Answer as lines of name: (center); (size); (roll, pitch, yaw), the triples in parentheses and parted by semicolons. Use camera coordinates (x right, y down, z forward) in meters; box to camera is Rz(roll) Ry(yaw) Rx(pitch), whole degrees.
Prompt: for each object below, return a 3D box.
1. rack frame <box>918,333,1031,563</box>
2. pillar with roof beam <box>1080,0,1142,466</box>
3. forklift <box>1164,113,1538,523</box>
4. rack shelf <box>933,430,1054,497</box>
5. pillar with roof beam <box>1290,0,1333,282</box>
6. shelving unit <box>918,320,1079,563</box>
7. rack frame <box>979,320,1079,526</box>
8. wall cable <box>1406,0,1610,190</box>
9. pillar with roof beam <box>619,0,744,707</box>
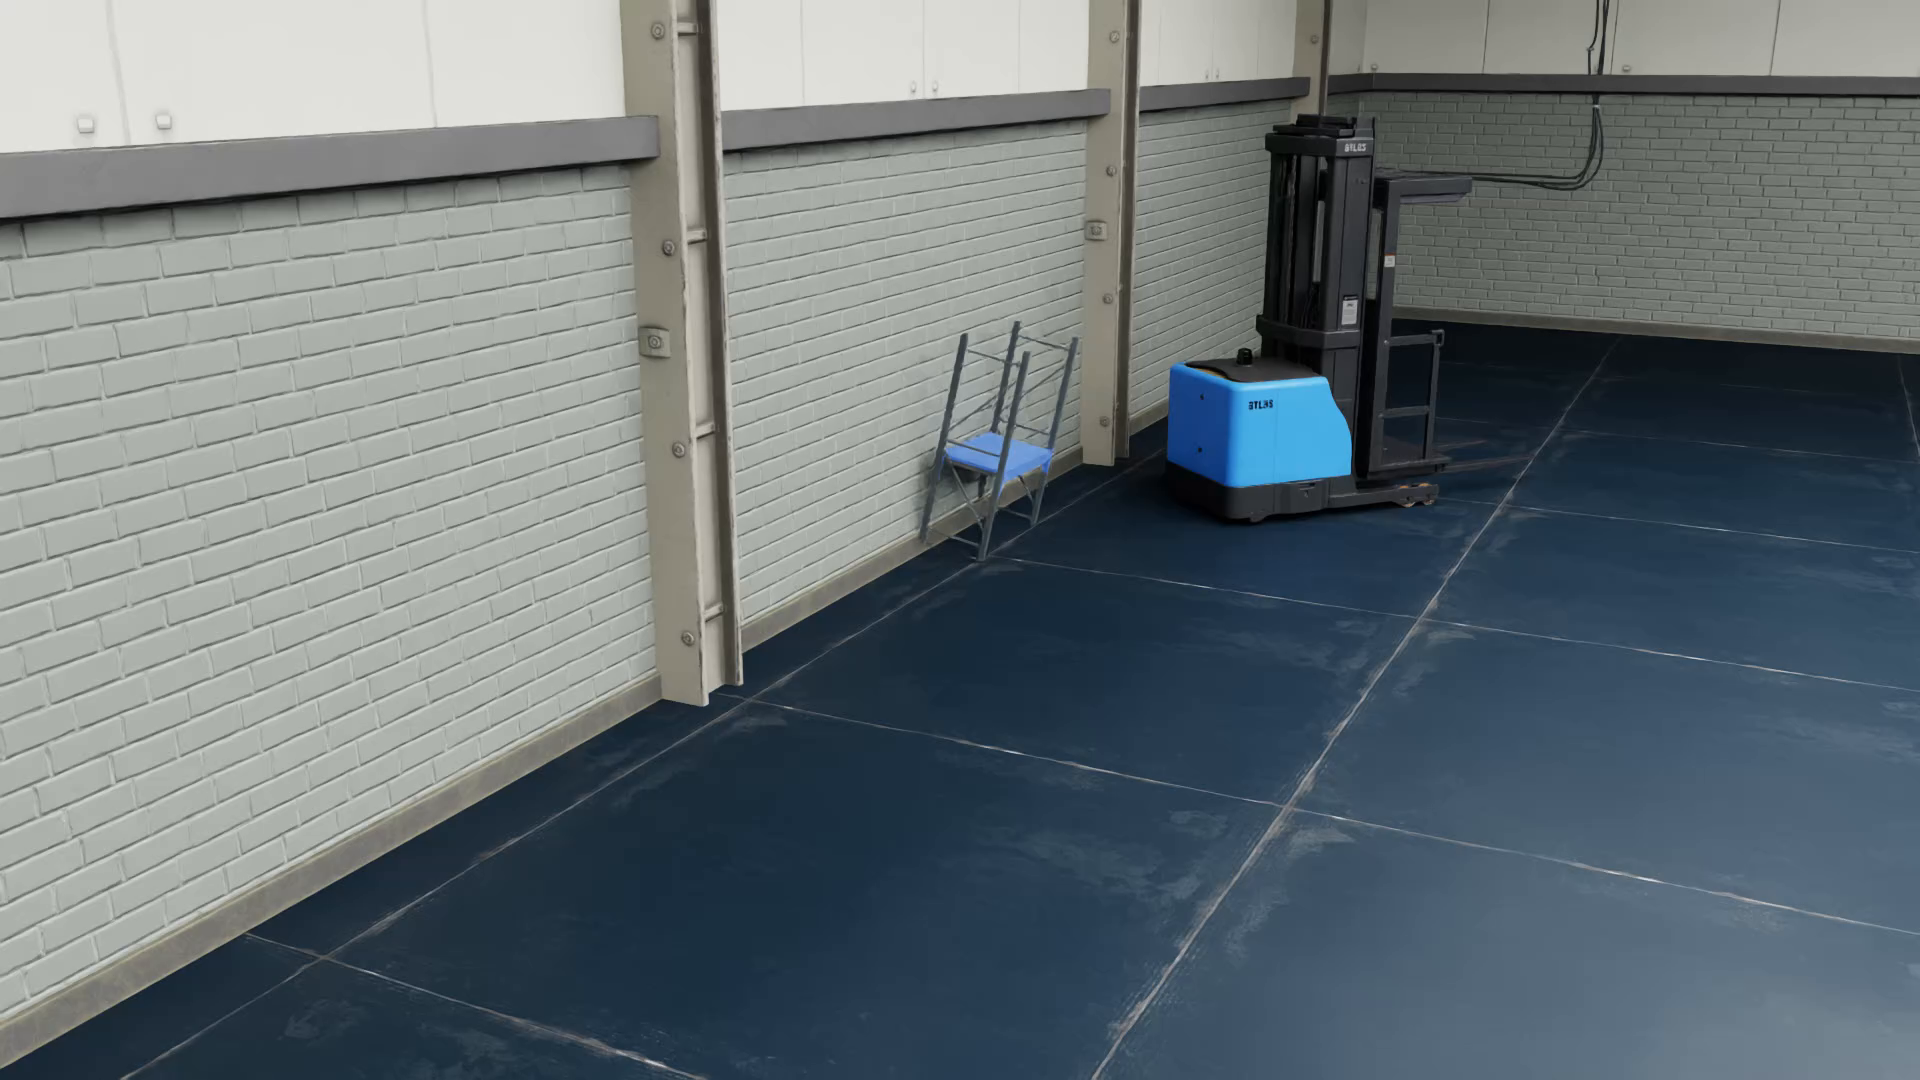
rack frame: (0.089, -0.621, 11.354); (0.500, 1.500, 0.032); (18, 18, 18)
pillar with roof beam: (5.096, -4.462, 11.243); (9.100, 9.000, 0.400); (8, 18, 25)
forklift: (3.178, -1.789, 12.899); (3.031, 2.935, 1.130); (-7, 18, -22)
rack shelf: (0.246, -0.557, 11.866); (0.538, 0.185, 1.000); (18, 18, 18)
pillar with roof beam: (7.777, -5.990, 16.388); (9.100, 9.000, 0.400); (8, 18, 25)
shelving unit: (0.283, -0.725, 11.813); (0.538, 1.500, 1.048); (18, 18, 18)
rack frame: (0.476, -0.828, 12.272); (0.500, 1.500, 0.032); (18, 18, 18)
wall cable: (6.425, -5.632, 20.634); (3.097, 2.526, 0.112); (8, 18, 25)
pillar with roof beam: (2.415, -2.934, 6.097); (9.100, 9.000, 0.400); (8, 18, 25)
